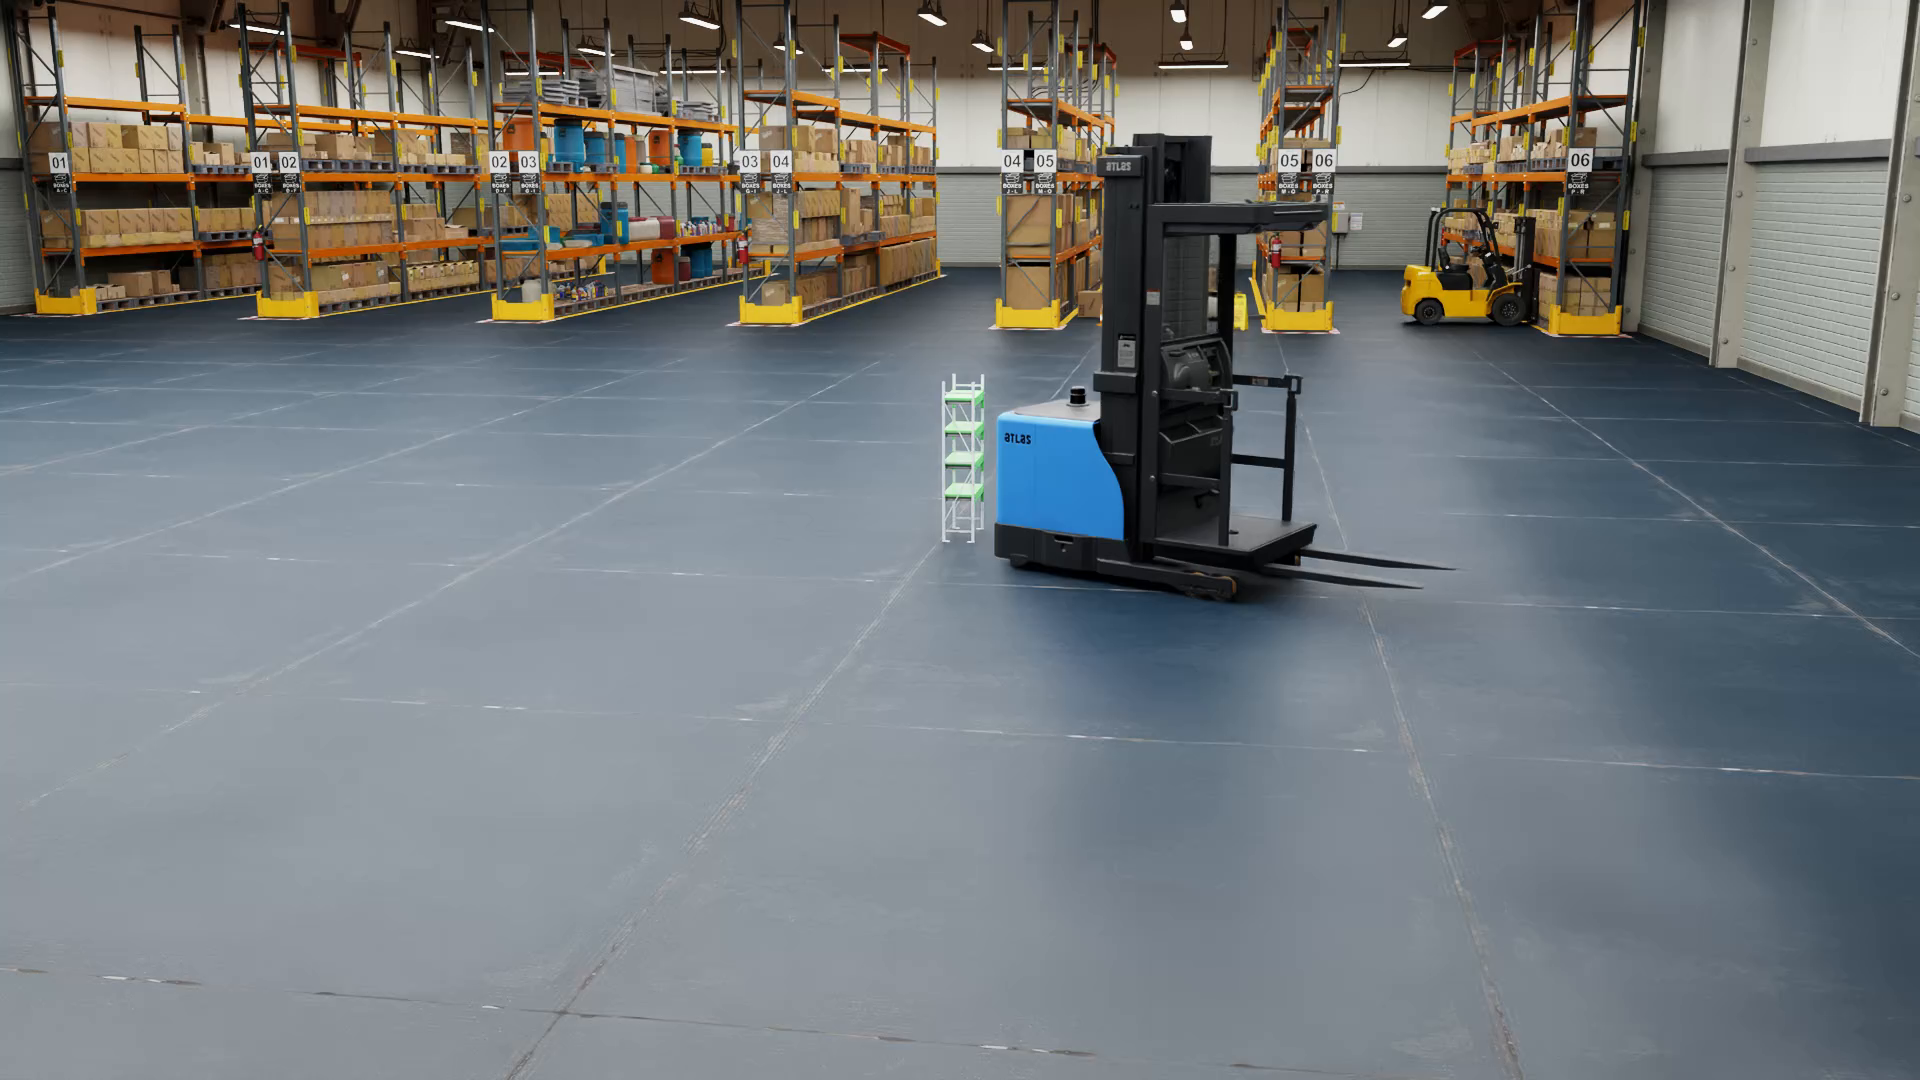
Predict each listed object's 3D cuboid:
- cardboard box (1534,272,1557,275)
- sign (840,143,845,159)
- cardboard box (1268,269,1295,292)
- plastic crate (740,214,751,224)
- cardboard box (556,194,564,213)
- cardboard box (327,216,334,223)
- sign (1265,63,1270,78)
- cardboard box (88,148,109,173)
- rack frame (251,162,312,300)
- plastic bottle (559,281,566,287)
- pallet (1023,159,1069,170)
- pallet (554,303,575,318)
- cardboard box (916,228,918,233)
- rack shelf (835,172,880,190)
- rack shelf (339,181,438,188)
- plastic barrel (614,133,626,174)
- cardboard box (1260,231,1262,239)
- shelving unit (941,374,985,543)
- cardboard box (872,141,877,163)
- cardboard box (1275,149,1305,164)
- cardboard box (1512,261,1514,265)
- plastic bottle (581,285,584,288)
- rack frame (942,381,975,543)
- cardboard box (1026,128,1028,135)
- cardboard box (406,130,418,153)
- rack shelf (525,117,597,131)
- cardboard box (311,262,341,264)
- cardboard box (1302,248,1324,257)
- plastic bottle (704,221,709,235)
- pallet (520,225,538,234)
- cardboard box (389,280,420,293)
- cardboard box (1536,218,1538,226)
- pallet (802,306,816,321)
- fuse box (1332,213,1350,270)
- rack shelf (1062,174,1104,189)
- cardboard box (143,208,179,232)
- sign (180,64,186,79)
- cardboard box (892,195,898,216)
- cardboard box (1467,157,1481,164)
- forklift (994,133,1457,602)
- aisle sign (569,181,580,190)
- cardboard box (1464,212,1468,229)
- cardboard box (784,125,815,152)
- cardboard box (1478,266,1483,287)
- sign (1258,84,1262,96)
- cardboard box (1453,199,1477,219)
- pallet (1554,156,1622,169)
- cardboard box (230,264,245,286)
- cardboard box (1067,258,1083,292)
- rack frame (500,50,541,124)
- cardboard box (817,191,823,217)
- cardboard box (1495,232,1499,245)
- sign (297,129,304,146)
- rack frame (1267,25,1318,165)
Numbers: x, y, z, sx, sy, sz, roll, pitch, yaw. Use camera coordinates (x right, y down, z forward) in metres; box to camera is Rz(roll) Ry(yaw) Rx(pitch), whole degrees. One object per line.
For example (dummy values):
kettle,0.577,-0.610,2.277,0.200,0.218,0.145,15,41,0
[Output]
cardboard box,11.063,-4.911,31.316,0.500,0.250,0.500,2,12,8
sign,-2.471,-8.155,34.865,0.100,0.325,0.005,2,12,9
cardboard box,6.274,-5.024,32.437,0.500,0.500,0.500,3,12,12
plastic crate,-5.924,-9.081,47.284,0.616,0.435,0.499,2,12,9
cardboard box,-11.136,-9.173,45.325,0.500,0.500,0.500,1,12,7
cardboard box,-13.019,-6.541,33.946,0.380,0.149,0.250,2,12,8
sign,6.850,-10.447,37.016,0.100,0.325,0.005,2,12,9
cardboard box,-17.890,-7.797,34.150,0.500,0.500,0.500,3,12,12
rack frame,-13.411,-5.941,32.939,1.000,3.000,0.127,2,12,9
plastic bottle,-8.465,-5.338,35.387,0.144,0.351,0.185,1,12,6
pallet,1.551,-7.270,32.196,1.003,0.211,1.213,2,12,9
pallet,-8.422,-4.602,33.349,1.003,0.211,1.213,2,12,9
cardboard box,-1.323,-8.154,43.807,0.380,0.149,0.250,2,12,11
rack shelf,-2.701,-7.983,37.001,1.077,0.370,4.000,2,12,9
rack shelf,-16.153,-10.129,46.963,1.077,0.370,4.000,2,12,9
plastic barrel,-7.837,-8.709,37.473,0.600,0.901,0.708,2,12,9
cardboard box,7.427,-7.322,39.703,0.500,0.250,0.500,2,12,8
shelving unit,0.025,-0.621,12.527,0.258,1.200,0.503,2,12,9
cardboard box,-2.219,-8.936,38.296,0.500,0.500,0.500,2,12,10
cardboard box,5.981,-6.951,30.159,0.500,0.250,0.500,2,12,8
cardboard box,12.760,-6.256,37.801,0.380,0.149,0.250,2,12,10
plastic bottle,-7.930,-5.218,34.990,0.061,0.283,0.133,2,12,9
rack frame,-0.012,-0.570,12.291,0.240,1.200,0.015,2,12,9
cardboard box,1.058,-7.611,31.039,0.380,0.149,0.250,2,12,10
cardboard box,-12.597,-8.985,37.522,0.500,0.500,0.500,3,13,14
rack shelf,-11.258,-11.434,45.906,1.077,0.370,4.000,2,12,9
cardboard box,-13.405,-5.602,35.119,0.500,0.500,0.500,2,12,9
cardboard box,6.426,-5.239,30.279,0.380,0.149,0.250,2,12,9
plastic bottle,-6.518,-8.013,42.671,0.144,0.351,0.185,2,12,9
pallet,-11.796,-8.182,43.795,1.003,0.211,1.213,2,12,9
cardboard box,-12.489,-5.710,37.400,0.500,0.250,0.500,2,12,7
cardboard box,11.176,-6.066,31.743,0.380,0.149,0.250,2,12,8
pallet,-3.452,-4.440,32.592,1.003,0.211,1.213,2,12,9
fuse box,11.527,-9.075,50.540,0.539,1.711,0.414,2,12,9
rack shelf,2.800,-8.633,40.022,1.077,0.370,4.000,2,12,9
cardboard box,-17.530,-7.024,36.492,0.500,0.500,0.500,2,12,8
sign,-17.158,-10.340,36.706,0.100,0.325,0.005,2,12,9
cardboard box,-1.985,-8.380,41.641,0.797,0.503,0.637,2,12,9
cardboard box,12.406,-9.131,39.987,0.380,0.149,0.250,2,12,9
forklift,1.743,-1.162,10.930,3.031,2.935,1.130,8,15,34
aisle sign,-11.230,-10.566,48.230,0.394,0.787,0.004,2,12,9
cardboard box,12.624,-7.796,40.316,0.700,0.500,0.500,2,12,10
cardboard box,-3.128,-7.824,32.429,0.500,0.500,0.500,2,12,8
cardboard box,12.322,-6.094,38.588,0.500,0.500,0.500,2,12,11
sign,8.082,-12.114,44.753,0.100,0.325,0.005,2,12,9
cardboard box,12.968,-8.509,42.727,0.500,0.500,0.500,2,12,10
pallet,11.208,-6.707,29.586,1.003,0.211,1.213,2,12,9
cardboard box,-17.446,-6.294,39.468,0.700,0.500,0.500,2,12,9
cardboard box,2.179,-5.902,37.103,1.050,0.750,0.750,2,12,10
rack frame,-11.566,-11.371,43.898,1.000,3.000,0.127,2,12,9
cardboard box,-3.039,-6.720,33.238,0.500,0.500,0.500,2,12,9
cardboard box,11.912,-6.541,36.080,0.500,0.250,0.500,2,12,7
sign,-12.864,-7.854,32.433,0.100,0.325,0.005,2,12,9
rack frame,7.399,-9.896,37.051,1.000,3.000,0.127,2,12,9
